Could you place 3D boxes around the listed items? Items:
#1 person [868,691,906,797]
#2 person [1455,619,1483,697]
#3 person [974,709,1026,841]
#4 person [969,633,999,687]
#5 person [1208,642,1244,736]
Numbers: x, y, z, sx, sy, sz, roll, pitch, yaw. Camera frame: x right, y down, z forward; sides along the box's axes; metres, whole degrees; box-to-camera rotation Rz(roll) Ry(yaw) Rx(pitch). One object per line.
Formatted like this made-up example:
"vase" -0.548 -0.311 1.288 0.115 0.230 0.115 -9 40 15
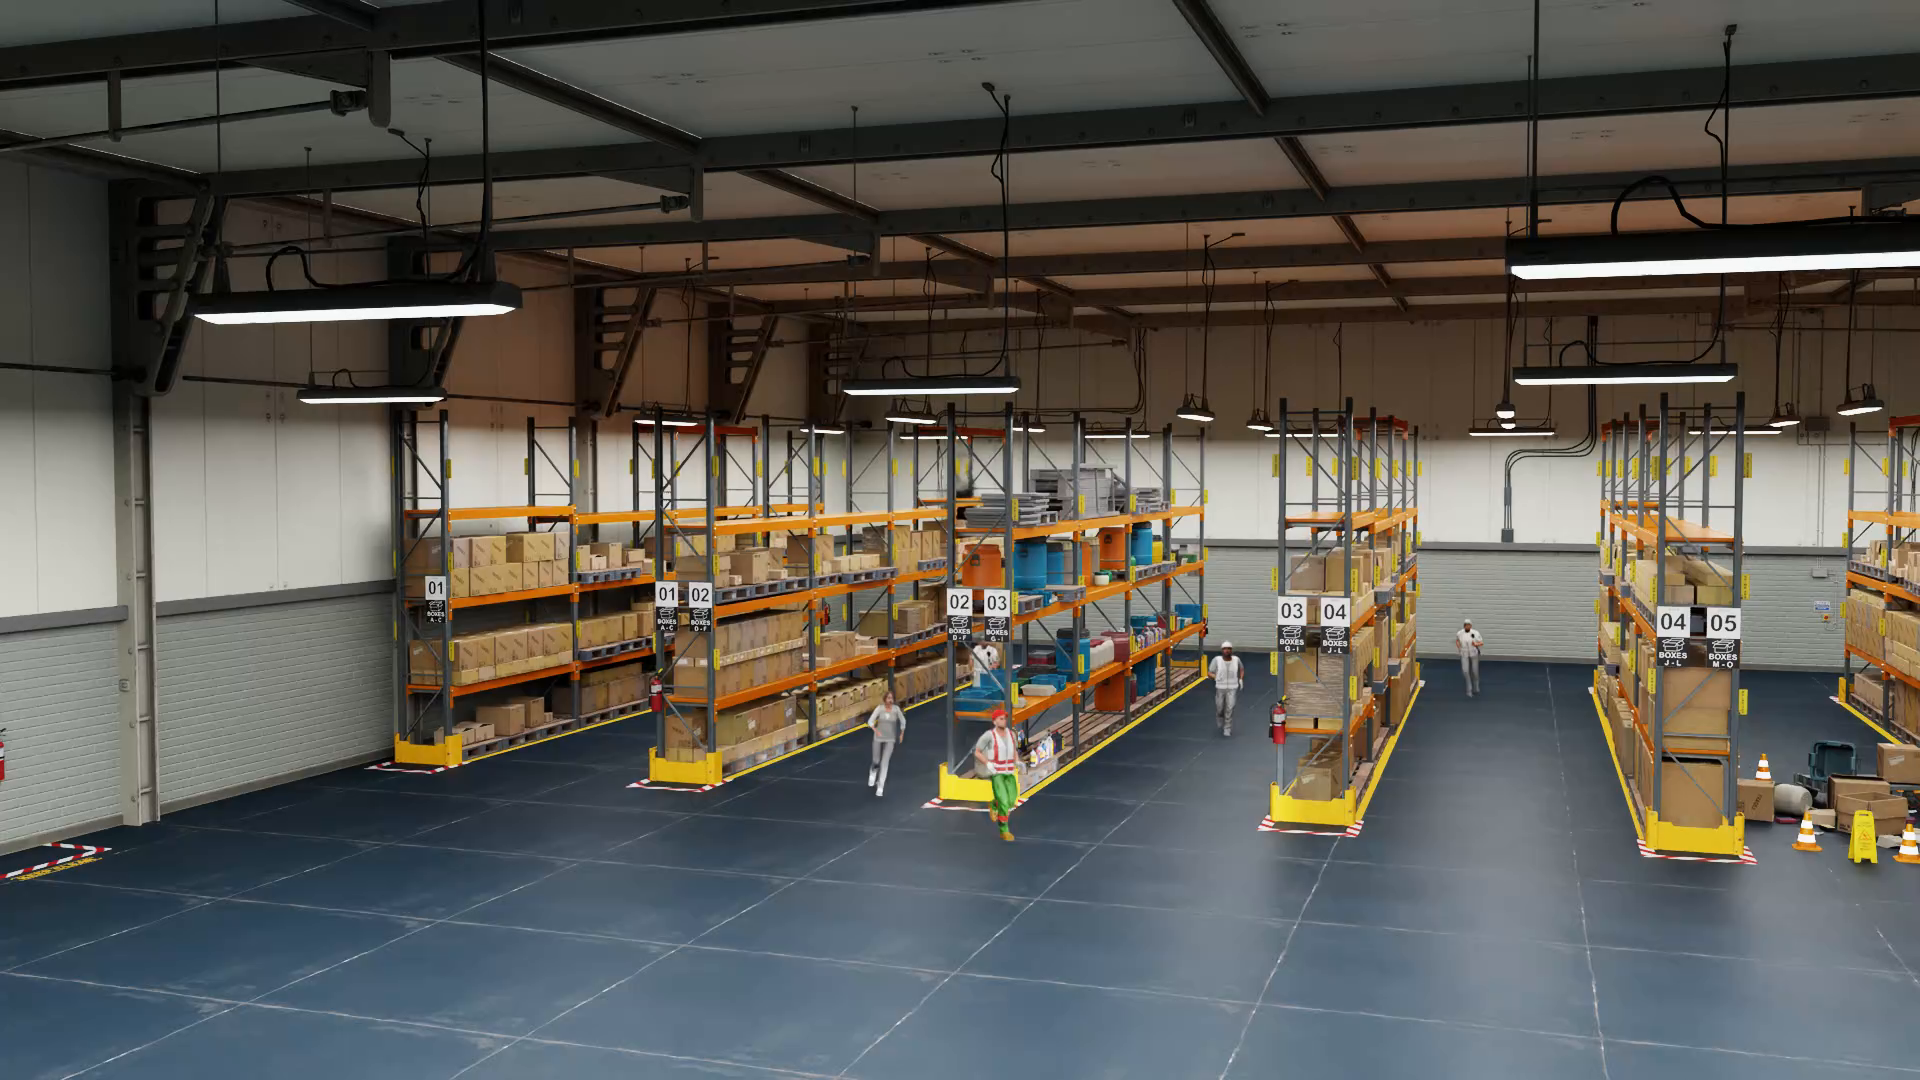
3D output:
"person" -1.128 3.111 25.668 0.588 1.587 0.741 0 2 -5
"person" 11.263 2.603 36.812 0.607 1.711 0.778 1 3 19
"person" 0.518 3.166 22.601 0.655 1.753 0.694 -2 3 -32
"person" 0.456 2.718 32.941 0.634 1.783 0.683 0 2 9
"person" 5.003 2.783 31.220 0.691 1.750 0.709 0 2 4
